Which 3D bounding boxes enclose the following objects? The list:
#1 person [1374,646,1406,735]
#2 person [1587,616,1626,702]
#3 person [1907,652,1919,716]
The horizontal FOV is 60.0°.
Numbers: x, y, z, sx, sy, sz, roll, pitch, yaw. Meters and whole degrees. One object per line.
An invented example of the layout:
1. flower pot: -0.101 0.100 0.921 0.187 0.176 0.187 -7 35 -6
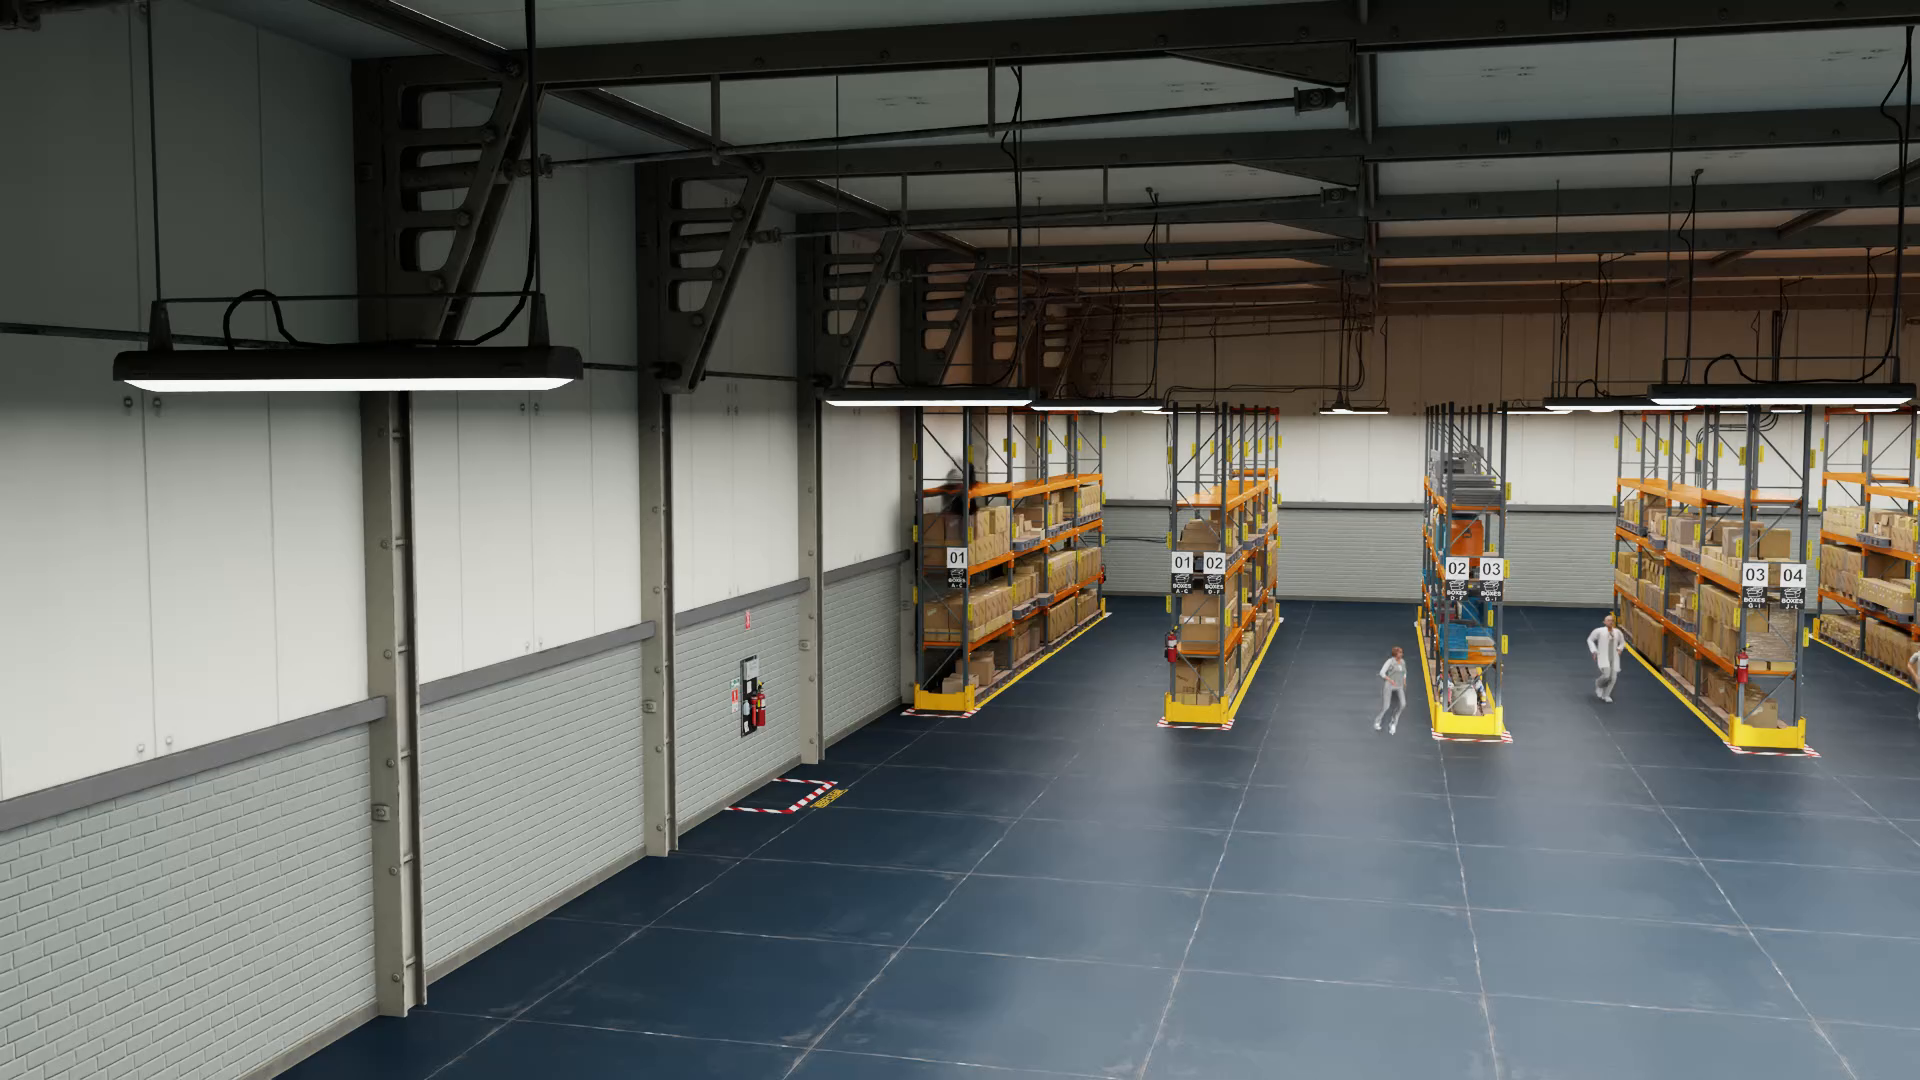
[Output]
1. person: 7.888 2.725 30.198 0.601 1.563 0.615 -1 4 -15
2. person: 13.031 2.390 33.408 0.705 1.734 0.628 0 4 1
3. person: 17.840 2.629 30.740 0.579 1.651 0.790 1 4 13
